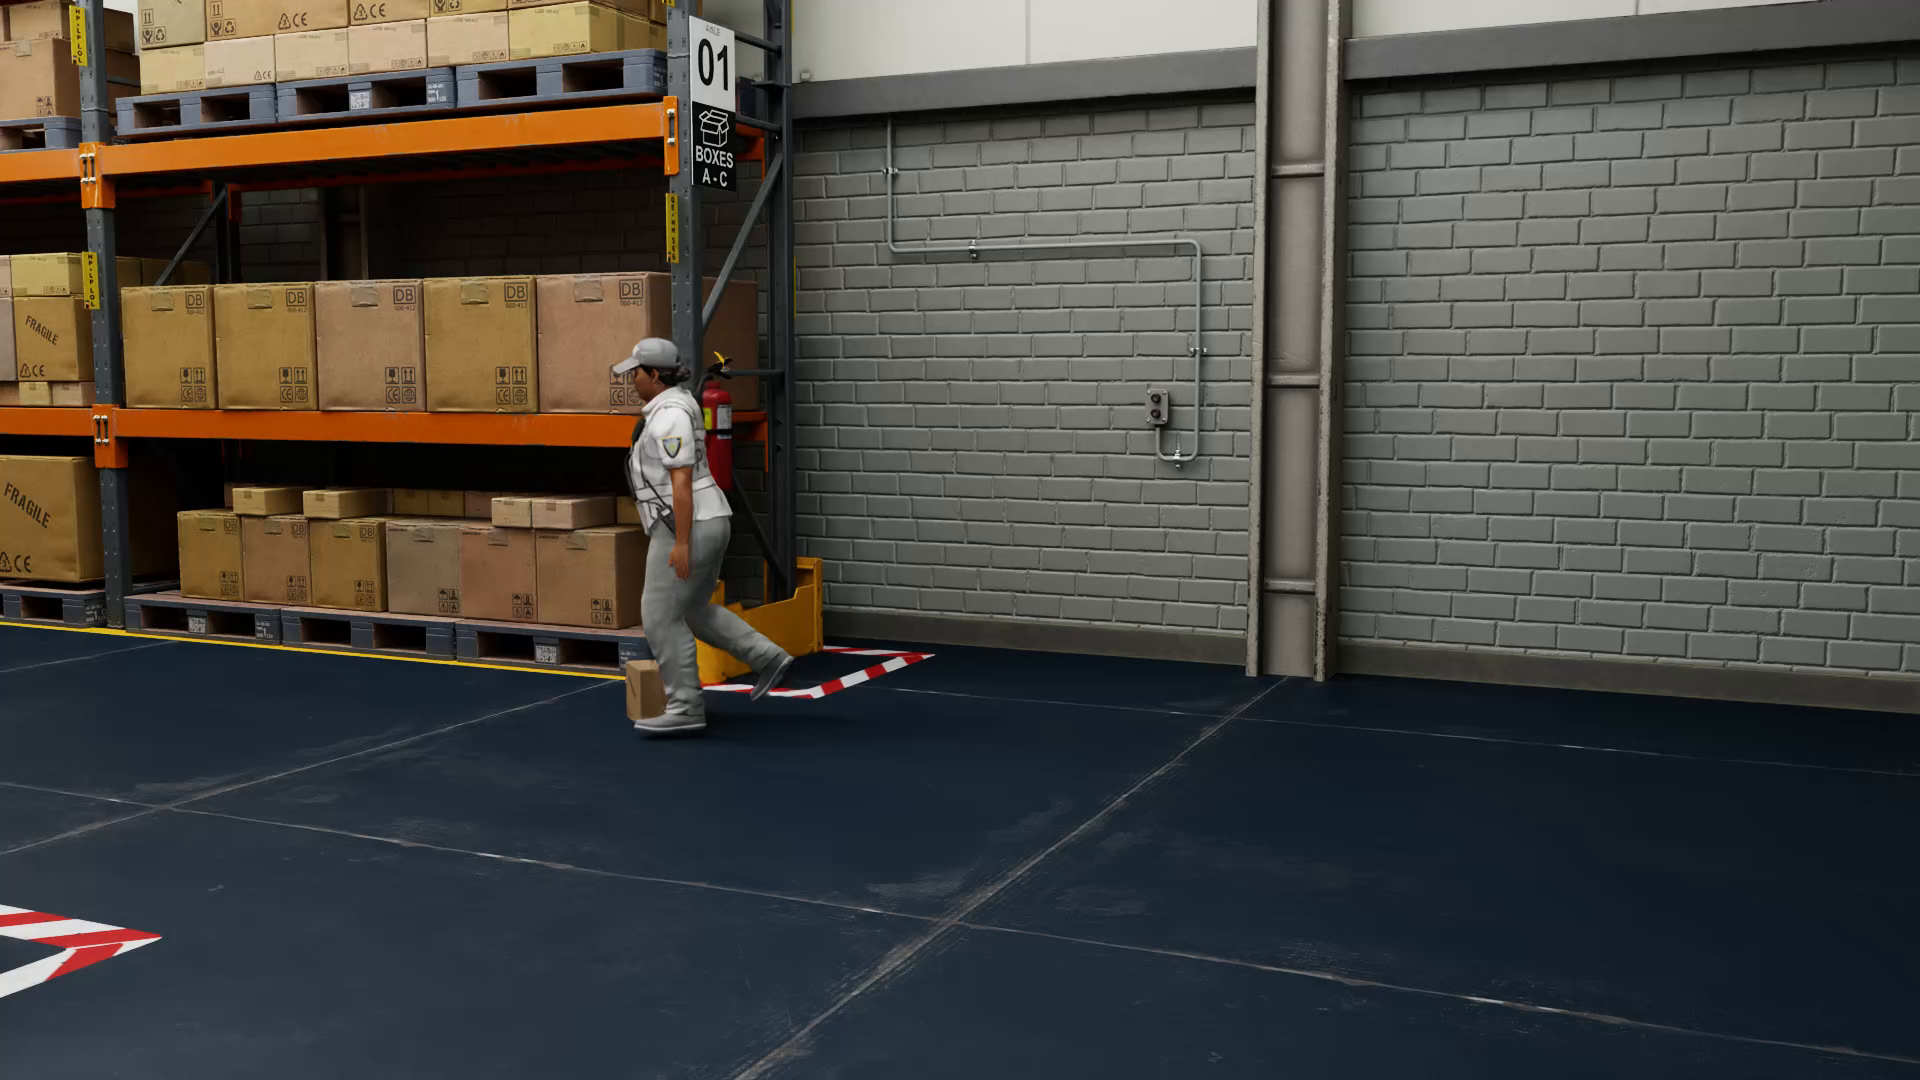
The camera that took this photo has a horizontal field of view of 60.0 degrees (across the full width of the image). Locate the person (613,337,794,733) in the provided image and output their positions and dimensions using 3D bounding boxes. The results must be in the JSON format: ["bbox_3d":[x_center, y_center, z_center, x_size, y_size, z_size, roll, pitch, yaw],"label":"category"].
[{"bbox_3d":[-1.070,-0.026,6.971,0.724,1.638,0.529,0,6,-2],"label":"person"}]
